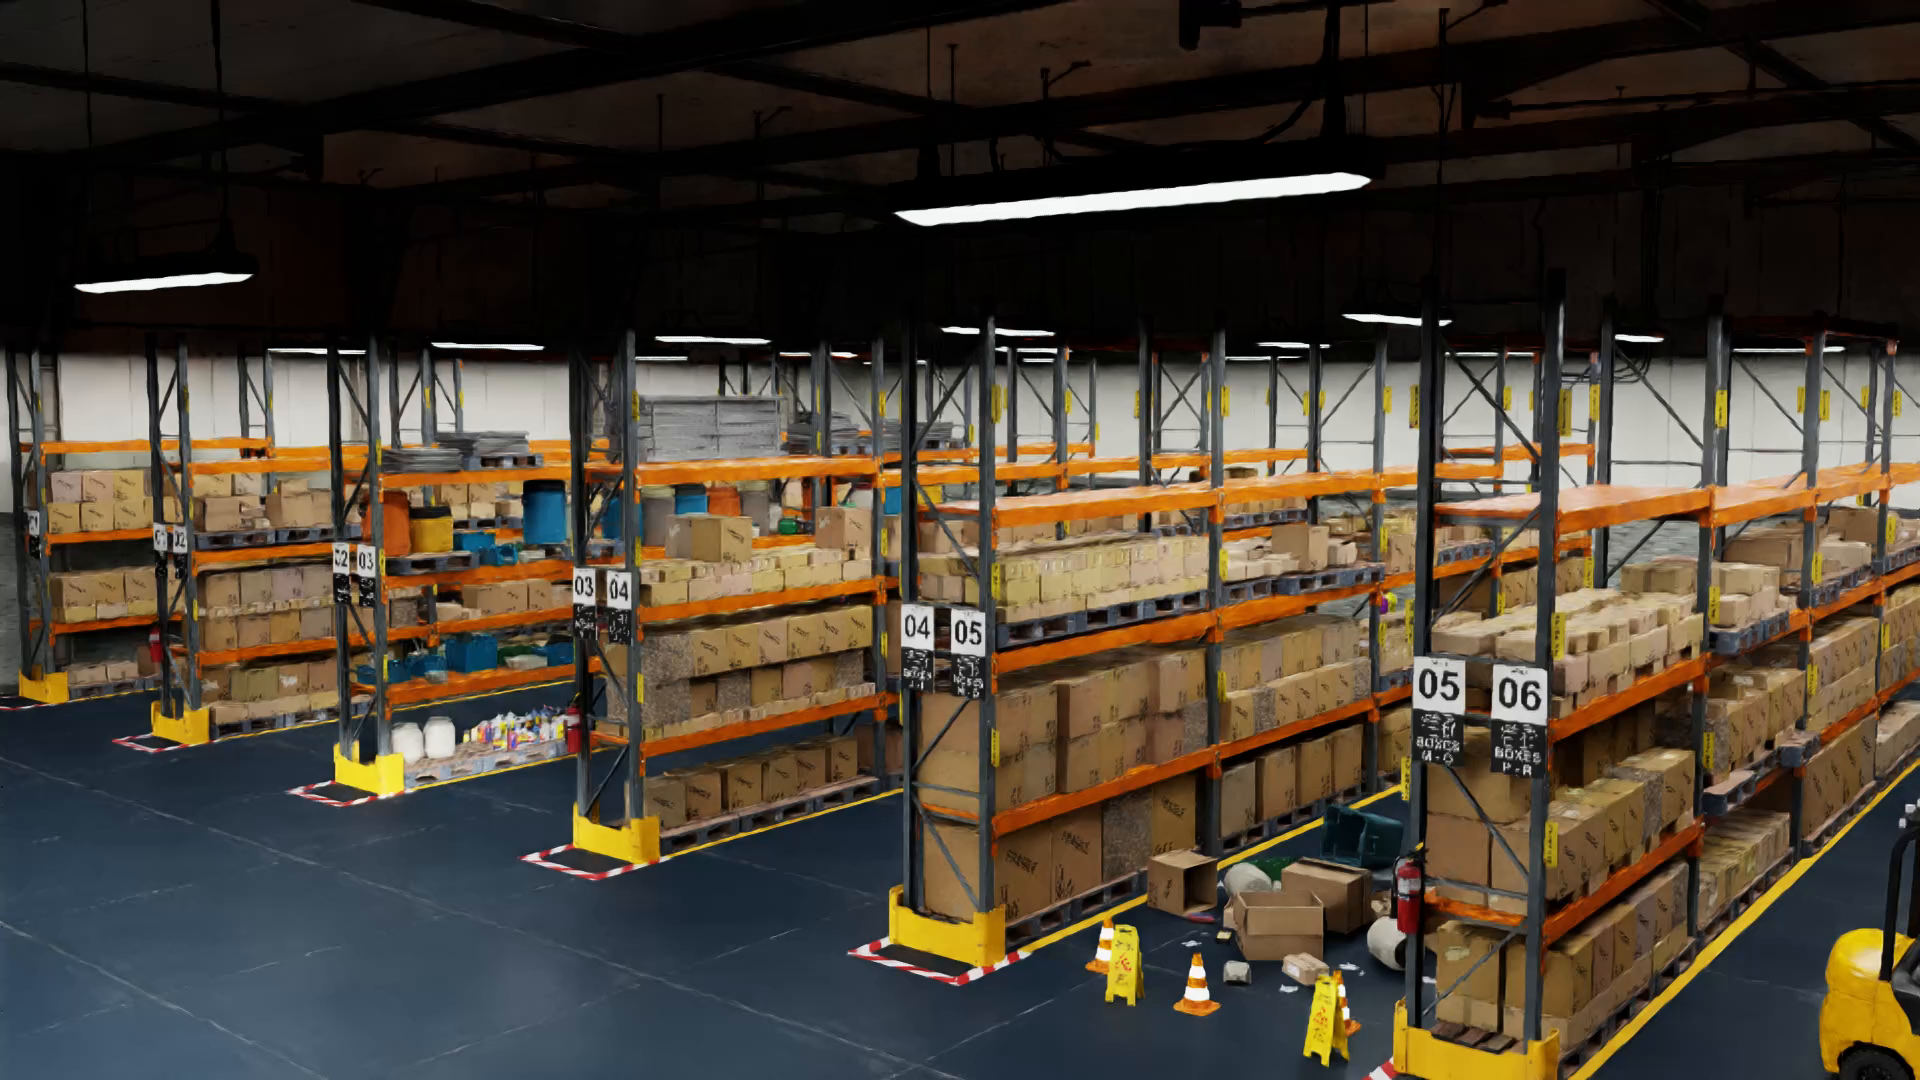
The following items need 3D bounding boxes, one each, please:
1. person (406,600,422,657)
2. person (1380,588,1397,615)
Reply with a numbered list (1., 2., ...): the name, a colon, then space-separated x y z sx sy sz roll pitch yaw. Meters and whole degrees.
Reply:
1. person: -9.913 1.553 30.107 0.504 1.788 0.640 1 5 9
2. person: 7.741 1.573 30.251 0.631 1.767 0.797 3 6 31
